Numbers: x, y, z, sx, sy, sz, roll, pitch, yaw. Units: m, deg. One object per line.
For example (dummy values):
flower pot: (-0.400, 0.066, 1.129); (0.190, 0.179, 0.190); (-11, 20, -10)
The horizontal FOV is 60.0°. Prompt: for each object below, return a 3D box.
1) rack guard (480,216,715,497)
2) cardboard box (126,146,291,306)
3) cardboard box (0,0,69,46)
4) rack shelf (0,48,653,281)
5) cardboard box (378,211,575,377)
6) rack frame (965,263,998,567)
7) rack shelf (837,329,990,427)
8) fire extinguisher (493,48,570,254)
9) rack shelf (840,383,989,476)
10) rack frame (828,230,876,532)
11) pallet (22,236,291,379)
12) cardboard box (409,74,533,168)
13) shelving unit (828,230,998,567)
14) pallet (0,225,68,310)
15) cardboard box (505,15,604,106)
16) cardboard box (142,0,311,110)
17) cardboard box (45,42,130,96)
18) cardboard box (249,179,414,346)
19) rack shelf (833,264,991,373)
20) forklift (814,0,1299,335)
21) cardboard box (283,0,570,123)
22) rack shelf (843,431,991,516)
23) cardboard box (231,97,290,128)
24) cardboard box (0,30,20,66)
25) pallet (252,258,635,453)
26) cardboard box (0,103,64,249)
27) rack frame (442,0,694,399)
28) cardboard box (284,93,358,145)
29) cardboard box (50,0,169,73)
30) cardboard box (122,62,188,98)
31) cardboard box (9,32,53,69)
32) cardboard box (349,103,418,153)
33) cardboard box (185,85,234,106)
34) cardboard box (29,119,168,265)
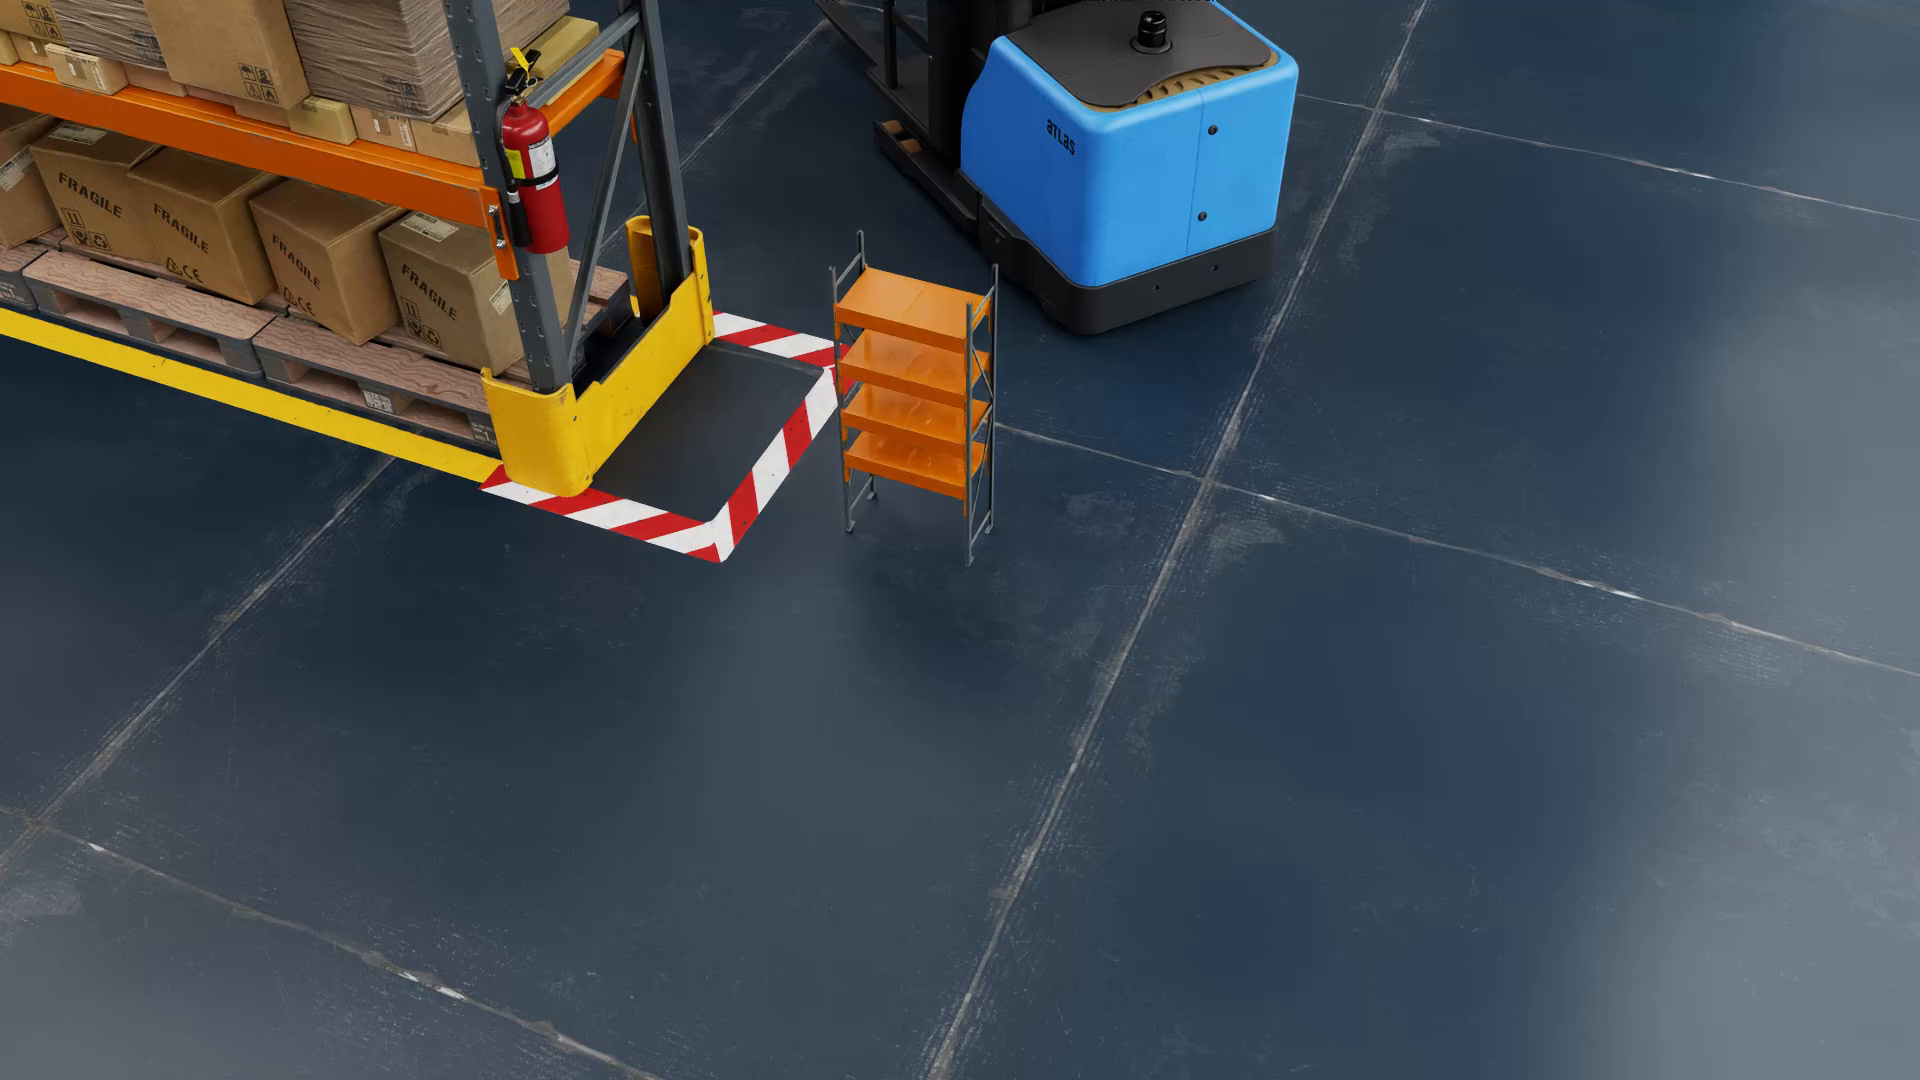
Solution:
rack guard: (-1.415, -0.754, 6.654); (0.348, 0.500, 1.175); (16, 47, 16)
cardboard box: (-3.050, -1.385, 6.990); (0.500, 0.500, 0.500); (21, 48, 19)
cardboard box: (-3.251, -2.293, 6.146); (0.500, 0.500, 0.875); (16, 47, 16)
rack shelf: (-3.190, -1.908, 6.551); (4.000, 0.370, 1.077); (16, 47, 16)
cardboard box: (-1.914, -1.063, 6.666); (0.500, 0.500, 0.500); (25, 50, 23)
rack frame: (0.072, -0.404, 5.805); (0.015, 1.200, 0.240); (16, 47, 16)
rack shelf: (-0.153, -0.581, 5.762); (0.480, 0.148, 0.258); (16, 47, 16)
fire extinguisher: (-1.416, -1.261, 5.446); (0.183, 0.674, 0.296); (16, 47, 16)
rack shelf: (-0.153, -0.423, 5.919); (0.480, 0.148, 0.258); (16, 47, 16)
rack frame: (-0.378, -0.537, 5.939); (0.015, 1.200, 0.240); (16, 47, 16)
pallet: (-3.273, -1.228, 7.334); (1.213, 0.211, 1.003); (16, 47, 16)
cardboard box: (-1.687, -1.474, 5.783); (0.250, 0.149, 0.380); (16, 47, 16)
shelving unit: (-0.153, -0.470, 5.872); (0.503, 1.200, 0.258); (16, 47, 16)
pallet: (-4.403, -1.558, 7.666); (1.213, 0.211, 1.003); (16, 47, 16)
cardboard box: (-1.516, -1.763, 6.074); (0.250, 0.149, 0.380); (16, 47, 16)
cardboard box: (-2.349, -1.986, 5.837); (0.500, 0.500, 0.875); (16, 47, 16)
cardboard box: (-3.112, -1.813, 6.123); (0.250, 0.149, 0.380); (16, 47, 16)
cardboard box: (-2.479, -1.203, 6.807); (0.500, 0.500, 0.500); (29, 52, 26)
rack shelf: (-0.153, -0.749, 5.595); (0.480, 0.148, 0.258); (16, 47, 16)
forklift: (0.237, -2.941, 7.127); (1.130, 2.935, 3.031); (-21, 49, -20)
cardboard box: (-1.841, -1.928, 5.779); (0.500, 0.500, 0.875); (16, 47, 16)
rack shelf: (-0.153, -0.282, 6.059); (0.480, 0.148, 0.258); (16, 47, 16)
cardboard box: (-2.393, -1.654, 5.964); (0.250, 0.149, 0.380); (16, 47, 16)
cardboard box: (-3.564, -1.964, 6.275); (0.250, 0.149, 0.380); (16, 47, 16)
pallet: (-2.151, -0.896, 7.000); (1.213, 0.211, 1.003); (16, 47, 16)
cardboard box: (-4.151, -1.684, 7.290); (0.500, 0.500, 0.500); (32, 53, 28)
rack frame: (-1.344, -1.620, 5.751); (0.127, 3.000, 1.000); (16, 47, 16)
cardboard box: (-2.168, -1.576, 5.886); (0.250, 0.149, 0.380); (16, 47, 16)
cardboard box: (-2.794, -2.149, 6.002); (0.500, 0.500, 0.875); (16, 47, 16)
cardboard box: (-2.847, -1.803, 6.113); (0.250, 0.149, 0.380); (16, 47, 16)
cardboard box: (-3.316, -1.926, 6.237); (0.250, 0.149, 0.380); (16, 47, 16)
cardboard box: (-1.917, -1.542, 5.851); (0.250, 0.149, 0.380); (16, 47, 16)
cardboard box: (-2.607, -1.749, 6.059); (0.250, 0.149, 0.380); (16, 47, 16)
cardboard box: (-3.548, -1.566, 7.172); (0.500, 0.500, 0.500); (13, 46, 12)
